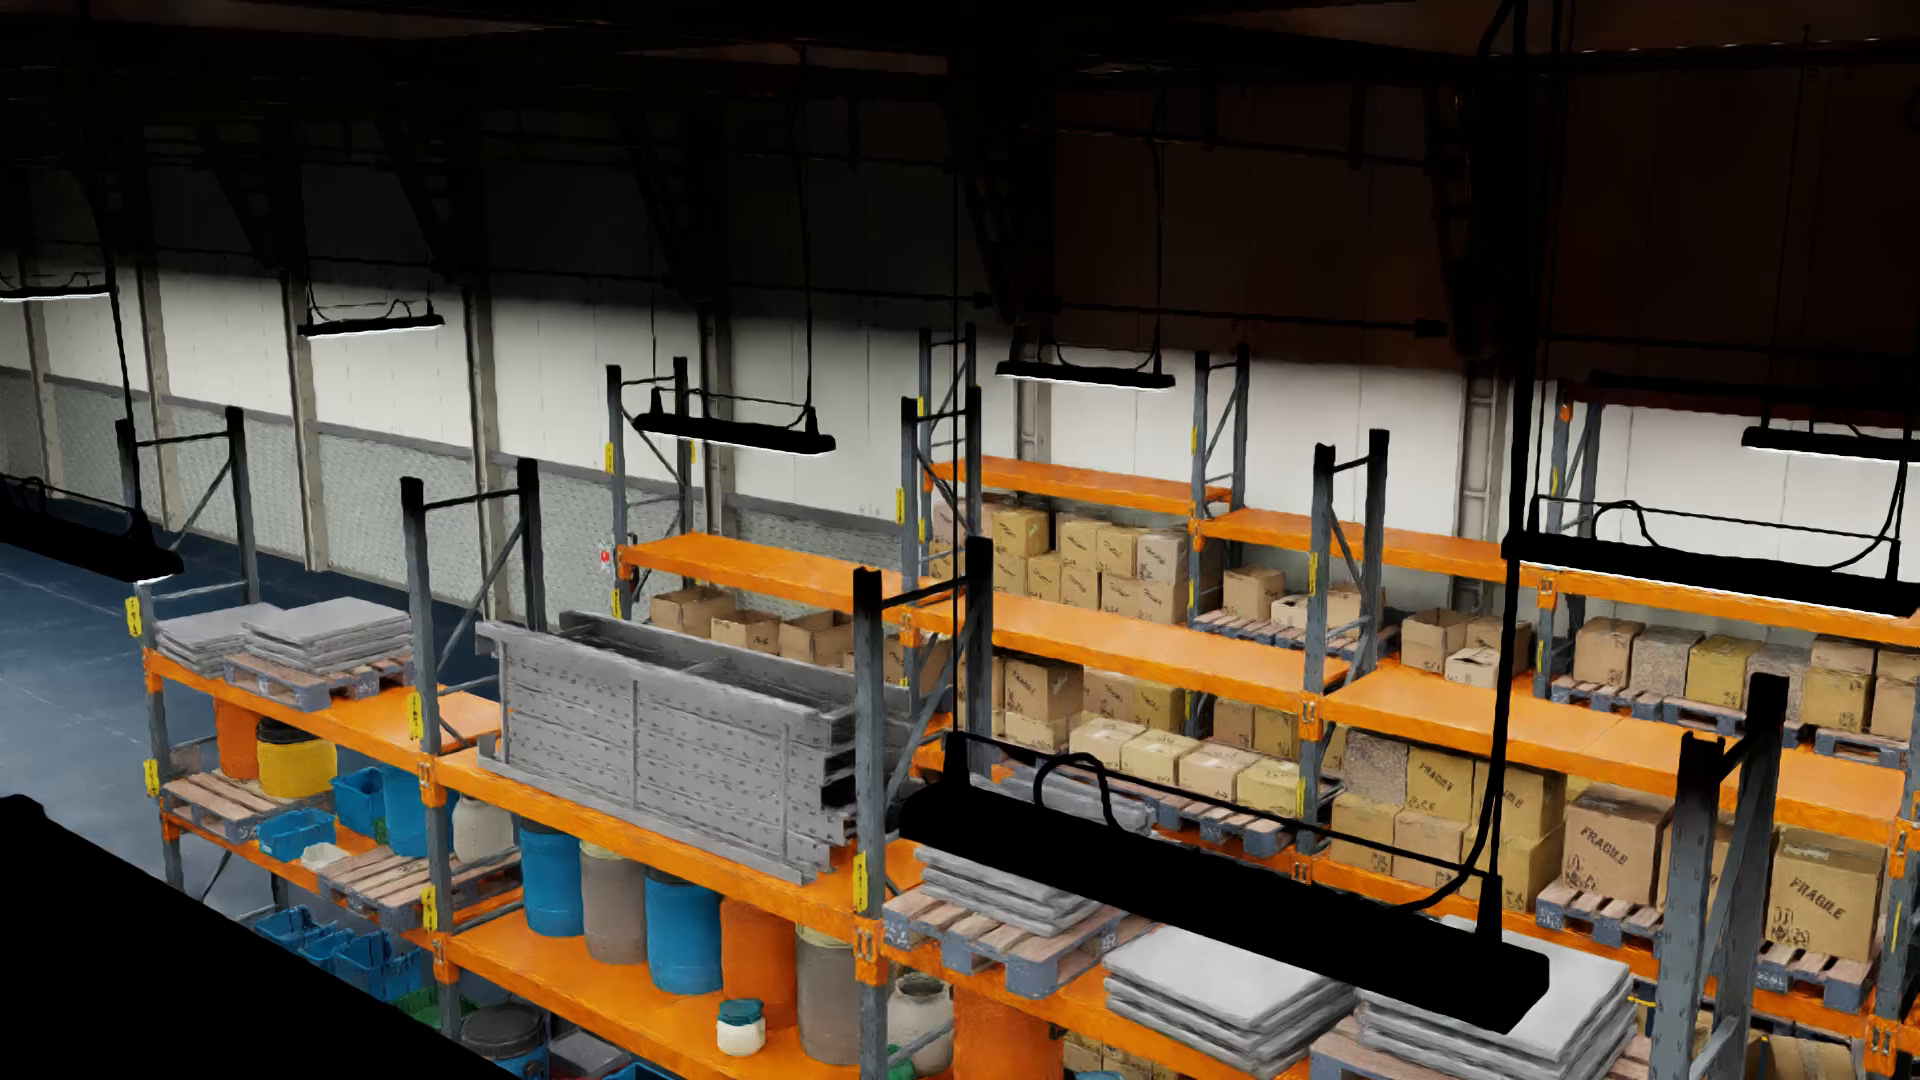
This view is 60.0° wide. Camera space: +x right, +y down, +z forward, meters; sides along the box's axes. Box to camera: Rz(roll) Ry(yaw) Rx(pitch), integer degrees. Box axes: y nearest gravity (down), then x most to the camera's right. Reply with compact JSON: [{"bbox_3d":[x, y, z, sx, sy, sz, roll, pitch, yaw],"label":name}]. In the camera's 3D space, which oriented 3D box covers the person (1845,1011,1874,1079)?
[{"bbox_3d":[7.141,4.335,13.101,1.194,1.698,0.598,11,17,40],"label":"person"}]
